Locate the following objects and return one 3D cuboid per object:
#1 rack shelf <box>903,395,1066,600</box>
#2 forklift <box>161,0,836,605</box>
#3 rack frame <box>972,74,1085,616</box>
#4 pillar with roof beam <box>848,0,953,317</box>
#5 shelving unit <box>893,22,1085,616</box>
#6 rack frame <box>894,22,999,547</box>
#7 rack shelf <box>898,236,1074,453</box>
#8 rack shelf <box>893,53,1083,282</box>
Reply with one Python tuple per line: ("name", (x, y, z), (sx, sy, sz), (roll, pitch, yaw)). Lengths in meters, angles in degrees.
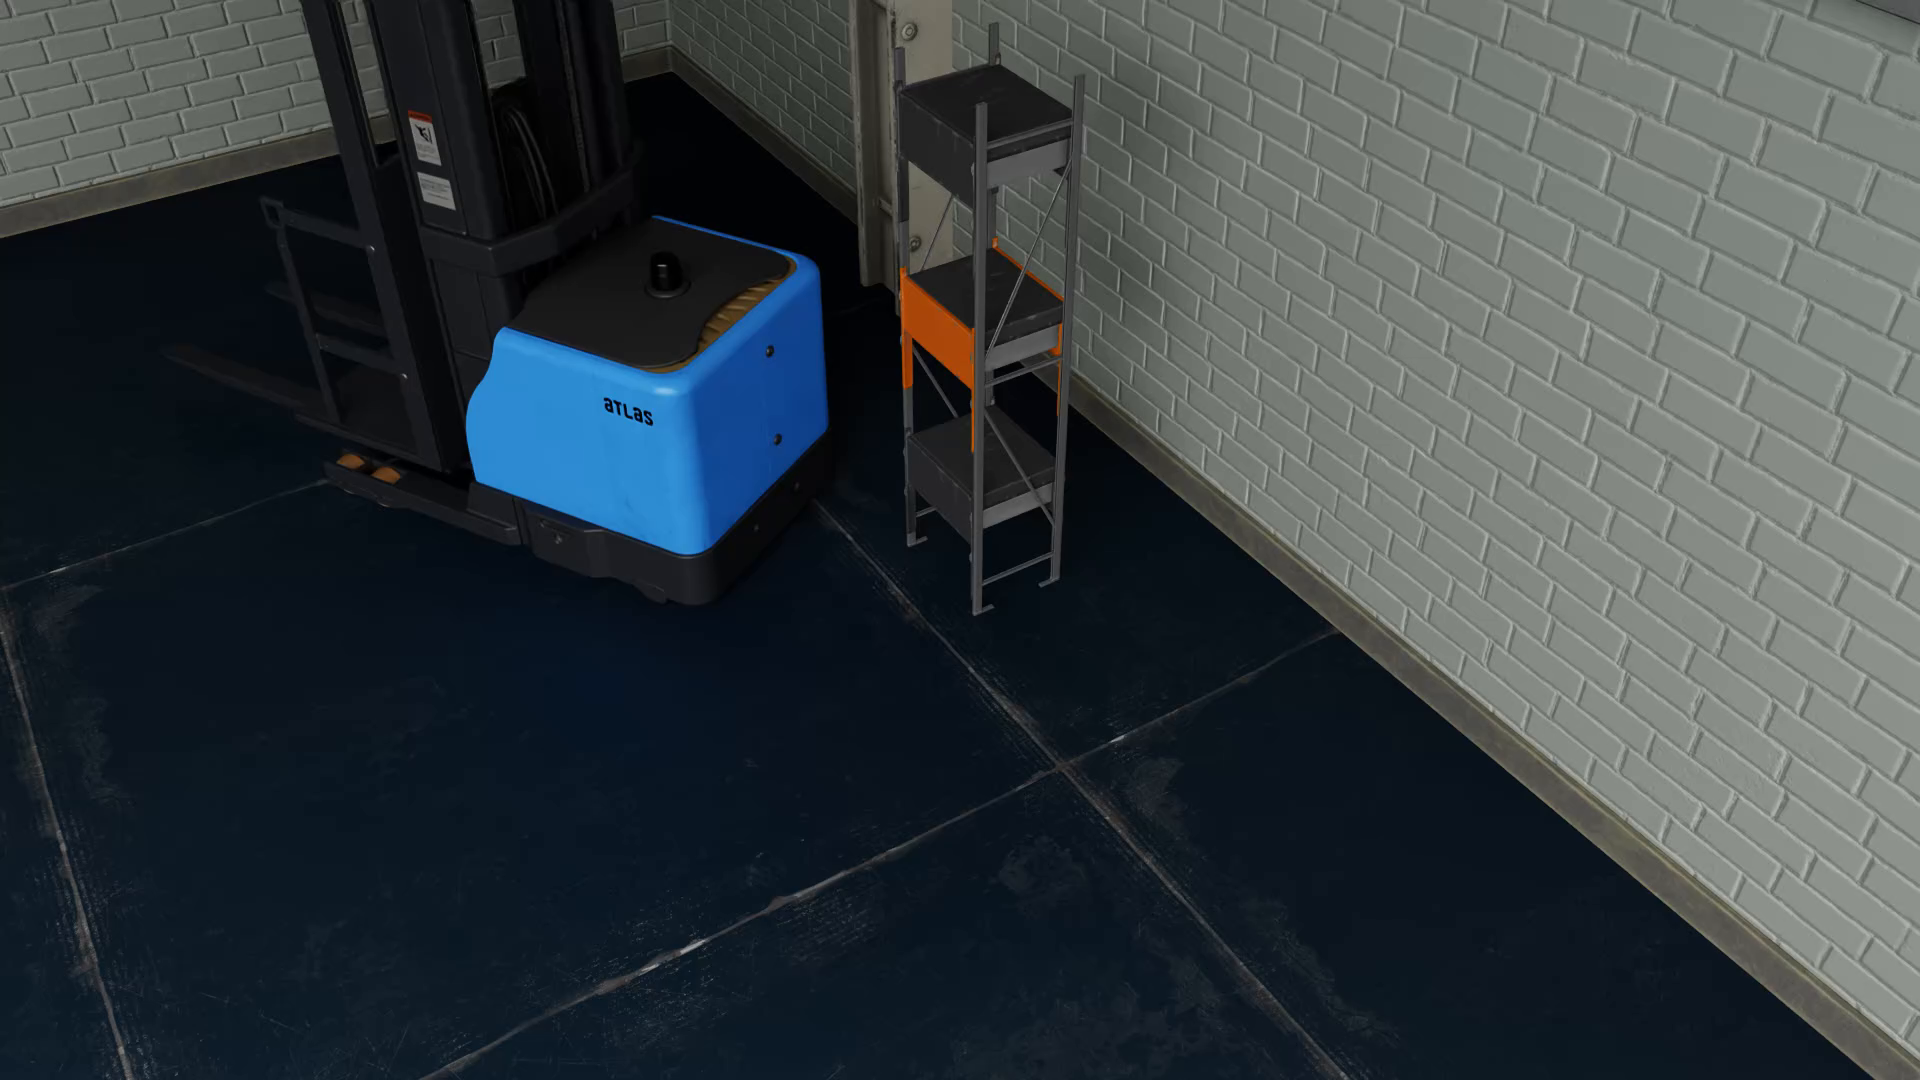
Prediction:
("rack shelf", (0.089, -0.169, 6.427), (0.431, 0.518, 0.480), (-22, 45, -24))
("forklift", (-2.071, -1.542, 6.311), (3.031, 2.935, 1.130), (18, 43, 21))
("rack frame", (0.220, -0.586, 5.813), (0.400, 2.100, 0.015), (-22, 45, -24))
("pillar with roof beam", (-3.894, -3.209, 3.572), (9.100, 9.000, 0.400), (-22, 45, -24))
("shelving unit", (0.089, -0.717, 5.971), (0.431, 2.100, 0.503), (-22, 45, -24))
("rack frame", (-0.042, -0.849, 6.129), (0.400, 2.100, 0.015), (-22, 45, -24))
("rack shelf", (0.089, -0.707, 5.979), (0.431, 0.518, 0.480), (-22, 45, -24))
("rack shelf", (0.089, -1.245, 5.531), (0.431, 0.518, 0.480), (-22, 45, -24))
